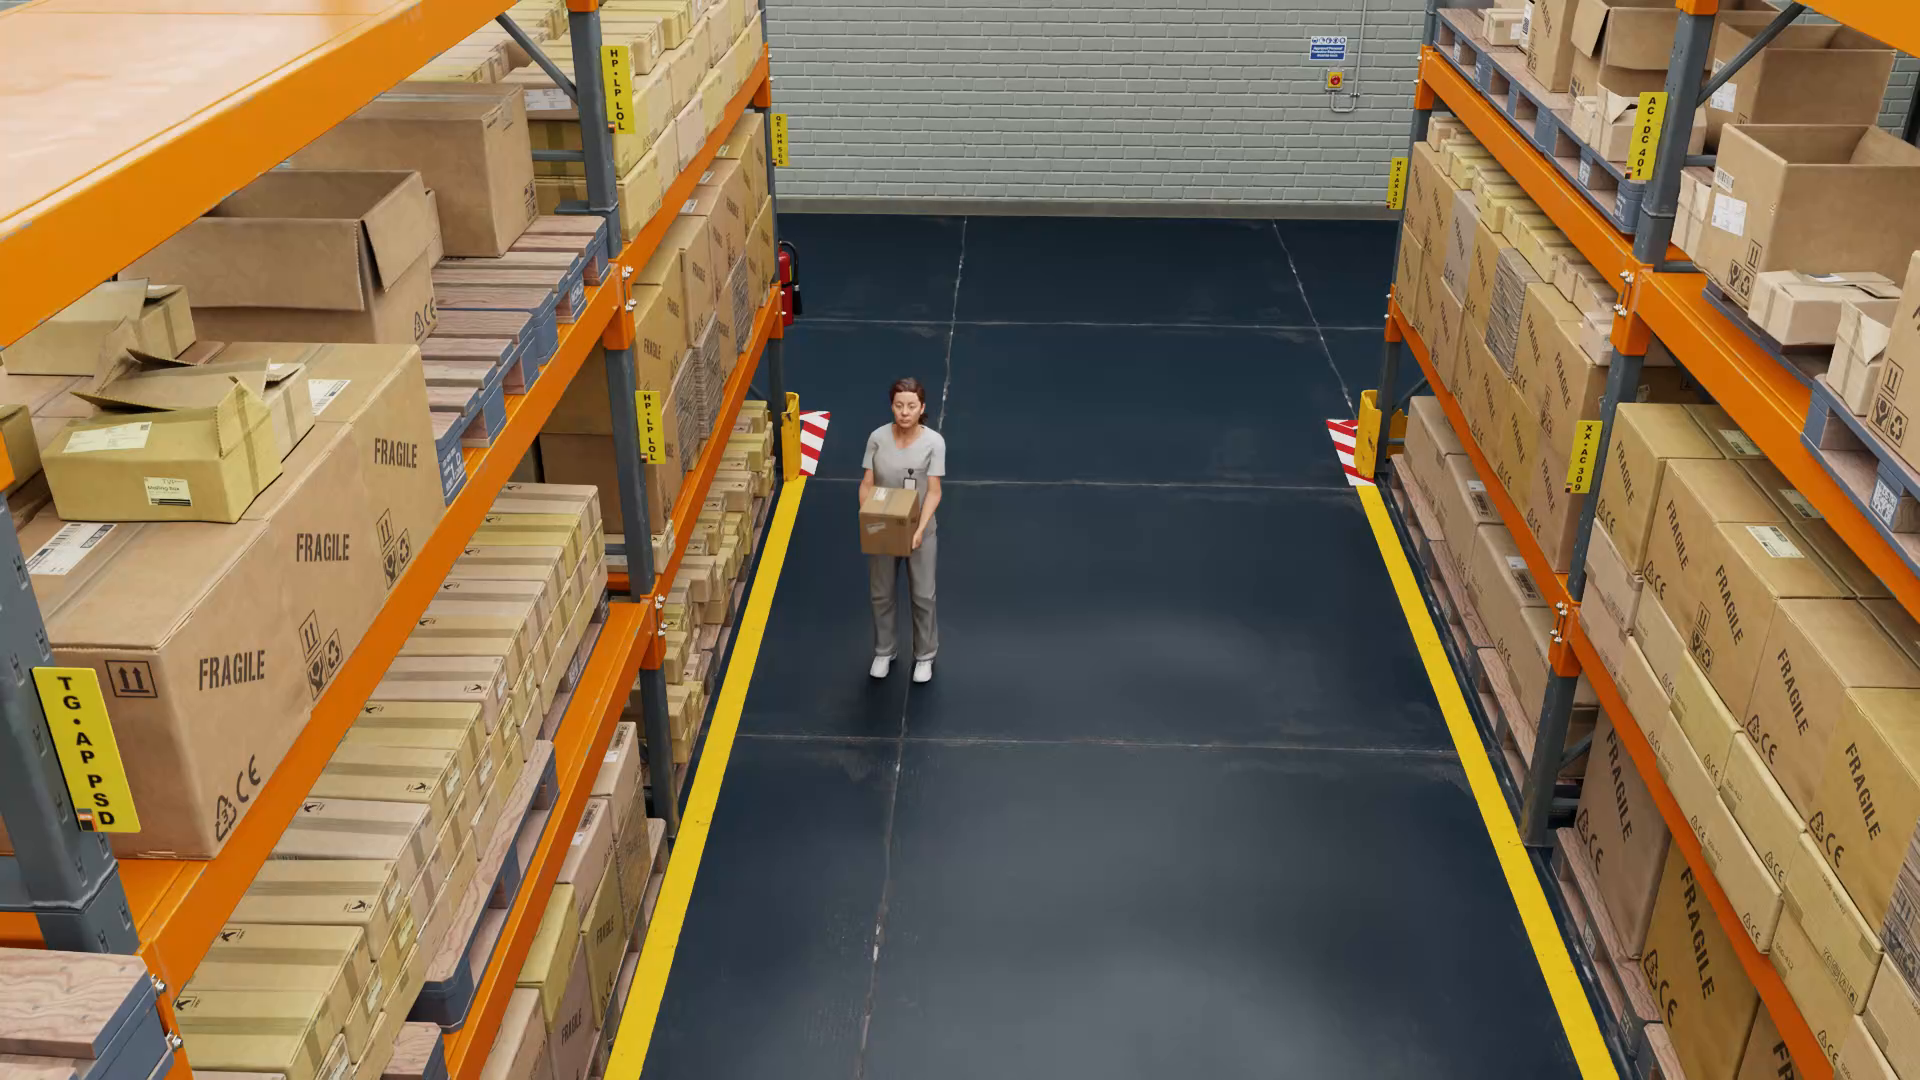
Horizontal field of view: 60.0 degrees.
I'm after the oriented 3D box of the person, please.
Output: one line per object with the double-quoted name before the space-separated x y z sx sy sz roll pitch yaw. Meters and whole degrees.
"person" -0.304 -0.016 8.672 0.439 1.654 0.551 5 29 10
